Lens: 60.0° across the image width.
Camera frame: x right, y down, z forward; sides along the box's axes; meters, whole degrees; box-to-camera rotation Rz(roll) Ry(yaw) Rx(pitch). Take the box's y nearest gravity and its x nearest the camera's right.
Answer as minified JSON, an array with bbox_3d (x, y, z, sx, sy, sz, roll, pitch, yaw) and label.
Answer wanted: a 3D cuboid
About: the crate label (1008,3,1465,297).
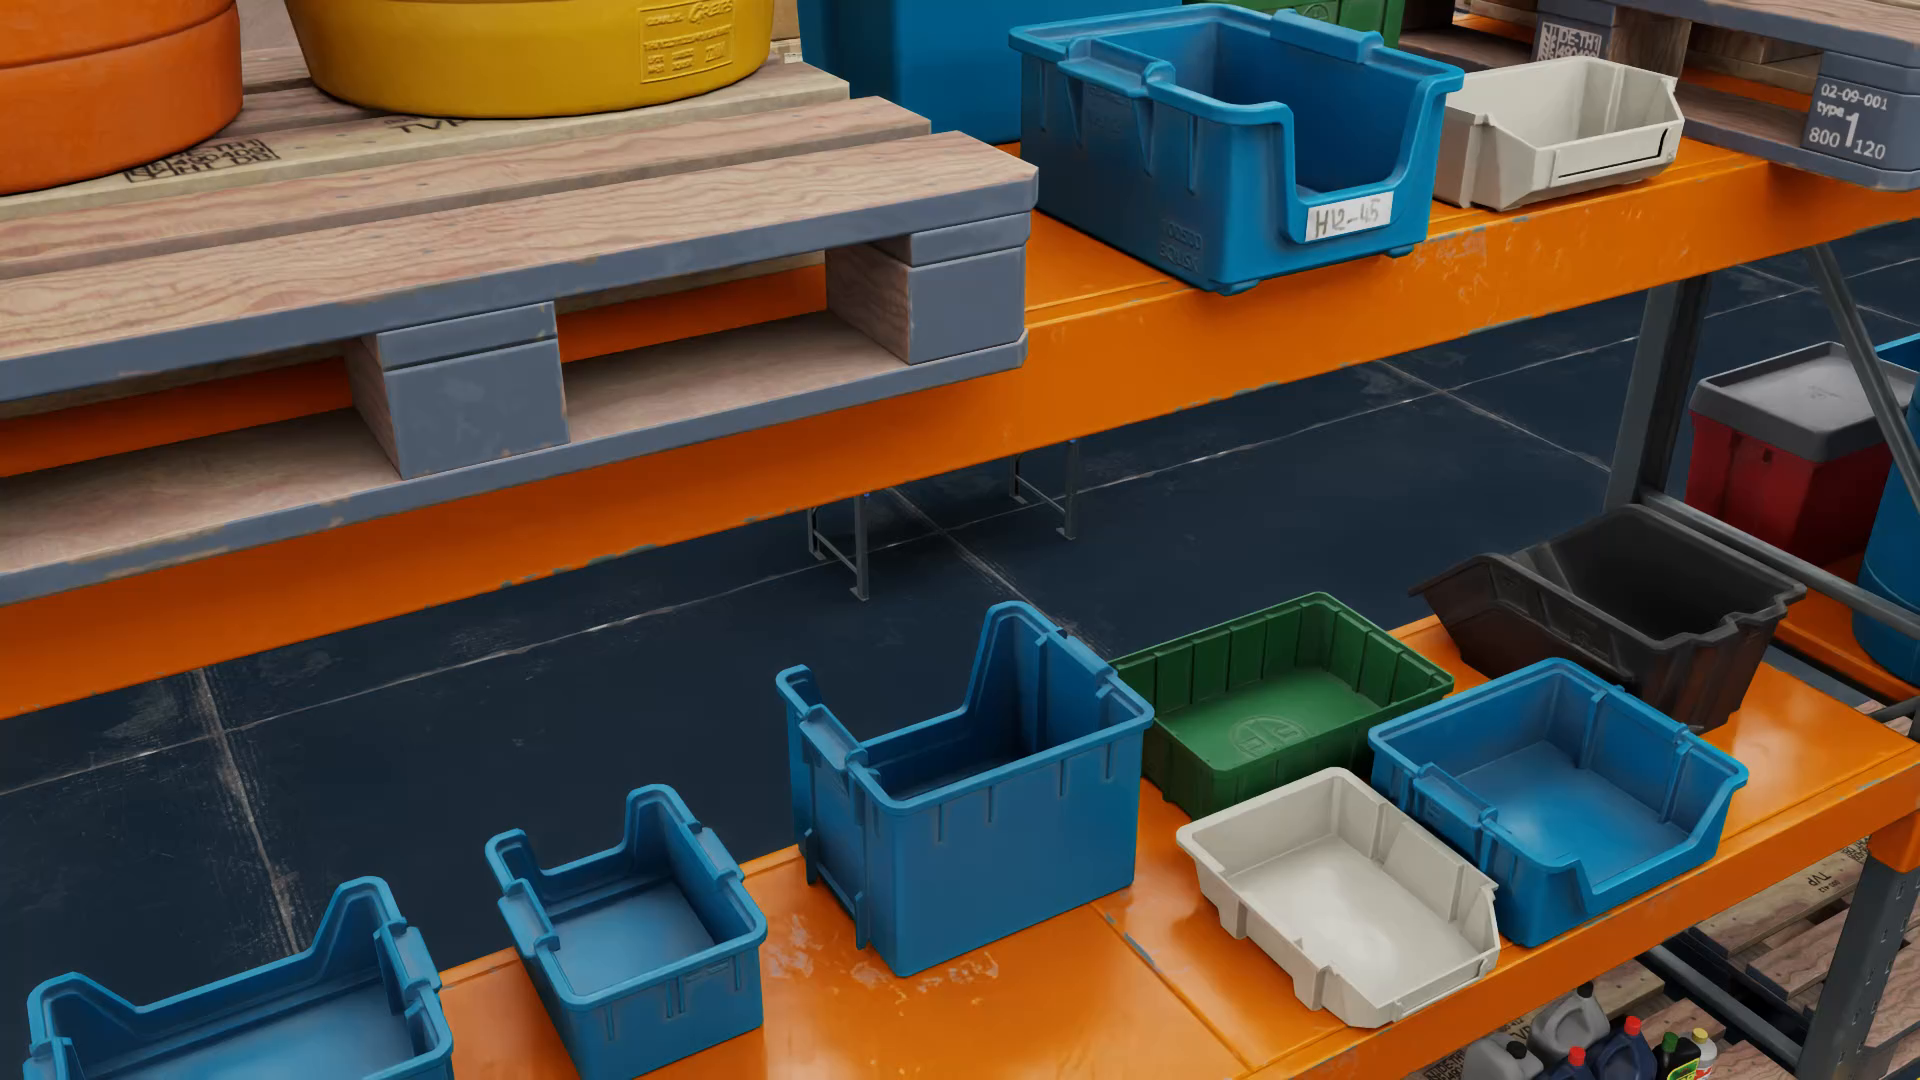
[{"bbox_3d":[0.335,-0.522,2.142,0.408,0.251,0.502,-16,33,-26],"label":"crate label"}]

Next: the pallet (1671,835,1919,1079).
[{"bbox_3d":[2.660,1.080,5.075,1.213,0.211,1.003,-16,33,-26],"label":"pallet"}]

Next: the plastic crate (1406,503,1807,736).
[{"bbox_3d":[1.487,0.169,3.903,0.504,0.338,0.767,-16,33,-26],"label":"plastic crate"}]

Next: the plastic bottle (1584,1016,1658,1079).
[{"bbox_3d":[1.593,1.312,4.054,0.185,0.351,0.144,-17,33,-28],"label":"plastic bottle"}]

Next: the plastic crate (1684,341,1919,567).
[{"bbox_3d":[2.265,-0.207,4.454,0.583,0.464,0.402,-16,33,-26],"label":"plastic crate"}]

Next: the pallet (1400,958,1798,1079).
[{"bbox_3d":[1.402,1.435,4.431,1.213,0.211,1.003,-16,33,-26],"label":"pallet"}]

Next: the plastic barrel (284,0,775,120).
[{"bbox_3d":[-0.528,-0.865,1.980,0.600,0.588,0.600,0,29,0],"label":"plastic barrel"}]

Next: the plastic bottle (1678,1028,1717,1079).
[{"bbox_3d":[1.848,1.318,4.198,0.097,0.201,0.097,0,29,0],"label":"plastic bottle"}]

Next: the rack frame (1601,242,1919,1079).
[{"bbox_3d":[2.003,0.067,4.024,0.127,3.000,1.000,-16,33,-26],"label":"rack frame"}]

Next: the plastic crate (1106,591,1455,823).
[{"bbox_3d":[0.689,0.375,3.686,0.662,0.188,0.450,-16,33,-26],"label":"plastic crate"}]

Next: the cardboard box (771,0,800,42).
[{"bbox_3d":[-0.883,-2.498,7.225,0.500,0.500,0.700,-16,33,-26],"label":"cardboard box"}]

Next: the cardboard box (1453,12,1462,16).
[{"bbox_3d":[2.609,-2.867,9.432,0.500,0.311,0.500,-14,32,-23],"label":"cardboard box"}]

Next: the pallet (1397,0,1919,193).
[{"bbox_3d":[1.430,-0.946,2.951,1.003,0.211,1.213,-16,33,-26],"label":"pallet"}]

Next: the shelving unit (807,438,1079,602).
[{"bbox_3d":[-0.074,-0.636,6.850,1.048,1.500,0.538,-16,33,-26],"label":"shelving unit"}]

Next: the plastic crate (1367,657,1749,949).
[{"bbox_3d":[1.186,0.516,3.364,0.616,0.251,0.499,-16,33,-26],"label":"plastic crate"}]

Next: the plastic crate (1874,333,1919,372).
[{"bbox_3d":[2.796,-0.325,4.752,0.575,0.384,0.392,-16,33,-26],"label":"plastic crate"}]

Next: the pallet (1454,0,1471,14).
[{"bbox_3d":[3.494,-3.088,9.939,1.003,0.211,1.213,-16,33,-26],"label":"pallet"}]

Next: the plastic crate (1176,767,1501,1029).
[{"bbox_3d":[0.731,0.686,3.176,0.437,0.136,0.530,-16,33,-26],"label":"plastic crate"}]

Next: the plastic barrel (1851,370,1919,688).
[{"bbox_3d":[2.489,-0.121,3.845,0.708,0.901,0.600,-16,33,-26],"label":"plastic barrel"}]

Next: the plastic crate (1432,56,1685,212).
[{"bbox_3d":[0.824,-0.569,2.346,0.396,0.136,0.243,-16,33,-26],"label":"plastic crate"}]

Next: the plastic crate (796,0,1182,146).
[{"bbox_3d":[0.045,-0.852,2.602,0.575,0.384,0.392,-16,33,-26],"label":"plastic crate"}]

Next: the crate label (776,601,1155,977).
[{"bbox_3d":[0.004,0.468,3.262,0.616,0.435,0.502,-16,33,-26],"label":"crate label"}]

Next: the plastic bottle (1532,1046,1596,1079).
[{"bbox_3d":[1.428,1.359,3.969,0.185,0.351,0.144,-18,33,-29],"label":"plastic bottle"}]

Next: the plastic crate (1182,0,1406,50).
[{"bbox_3d":[0.504,-0.881,2.856,0.450,0.188,0.336,-16,33,-26],"label":"plastic crate"}]

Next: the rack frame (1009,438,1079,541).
[{"bbox_3d":[0.365,-0.760,7.075,0.032,1.500,0.500,-16,33,-26],"label":"rack frame"}]

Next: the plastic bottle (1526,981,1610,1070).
[{"bbox_3d":[1.520,1.252,4.163,0.185,0.351,0.144,-16,33,-26],"label":"plastic bottle"}]

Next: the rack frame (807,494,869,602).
[{"bbox_3d":[-0.512,-0.511,6.624,0.032,1.500,0.500,-16,33,-26],"label":"rack frame"}]

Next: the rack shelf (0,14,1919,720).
[{"bbox_3d":[0.278,-0.442,2.586,4.000,0.370,1.077,-16,33,-26],"label":"rack shelf"}]

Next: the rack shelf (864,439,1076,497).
[{"bbox_3d":[-0.074,-0.478,6.937,1.000,0.185,0.538,-16,33,-26],"label":"rack shelf"}]

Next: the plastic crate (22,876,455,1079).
[{"bbox_3d":[-1.166,0.864,2.733,0.616,0.251,0.499,-16,33,-26],"label":"plastic crate"}]

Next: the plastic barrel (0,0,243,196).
[{"bbox_3d":[-1.091,-0.811,1.631,0.708,0.830,0.600,-16,33,-26],"label":"plastic barrel"}]

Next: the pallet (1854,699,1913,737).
[{"bbox_3d":[3.713,0.779,5.620,1.213,0.211,1.003,-16,33,-26],"label":"pallet"}]

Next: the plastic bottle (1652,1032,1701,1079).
[{"bbox_3d":[1.755,1.319,4.112,0.133,0.283,0.061,-14,32,-24],"label":"plastic bottle"}]

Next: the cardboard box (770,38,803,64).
[{"bbox_3d":[-0.844,-2.110,7.193,0.250,0.149,0.380,-17,33,-27],"label":"cardboard box"}]

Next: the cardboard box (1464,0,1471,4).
[{"bbox_3d":[3.431,-3.405,9.778,0.700,0.500,0.500,22,36,34],"label":"cardboard box"}]

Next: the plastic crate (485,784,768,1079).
[{"bbox_3d":[-0.603,0.708,3.017,0.408,0.251,0.499,-16,33,-26],"label":"plastic crate"}]

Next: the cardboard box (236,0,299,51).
[{"bbox_3d":[-2.613,-2.007,6.335,0.500,0.500,0.700,-16,33,-26],"label":"cardboard box"}]

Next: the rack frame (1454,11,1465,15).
[{"bbox_3d":[2.945,-2.976,9.539,0.127,3.000,1.000,-16,33,-26],"label":"rack frame"}]

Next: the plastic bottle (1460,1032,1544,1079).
[{"bbox_3d":[1.331,1.336,4.088,0.135,0.276,0.152,-16,33,-26],"label":"plastic bottle"}]

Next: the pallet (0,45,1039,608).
[{"bbox_3d":[-0.683,-0.346,1.864,1.213,0.211,1.003,-16,33,-26],"label":"pallet"}]

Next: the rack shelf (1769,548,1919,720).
[{"bbox_3d":[3.727,-0.107,5.085,4.000,0.370,1.077,-16,33,-26],"label":"rack shelf"}]

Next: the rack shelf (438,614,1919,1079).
[{"bbox_3d":[0.278,0.872,3.311,4.000,0.370,1.077,-16,33,-26],"label":"rack shelf"}]
